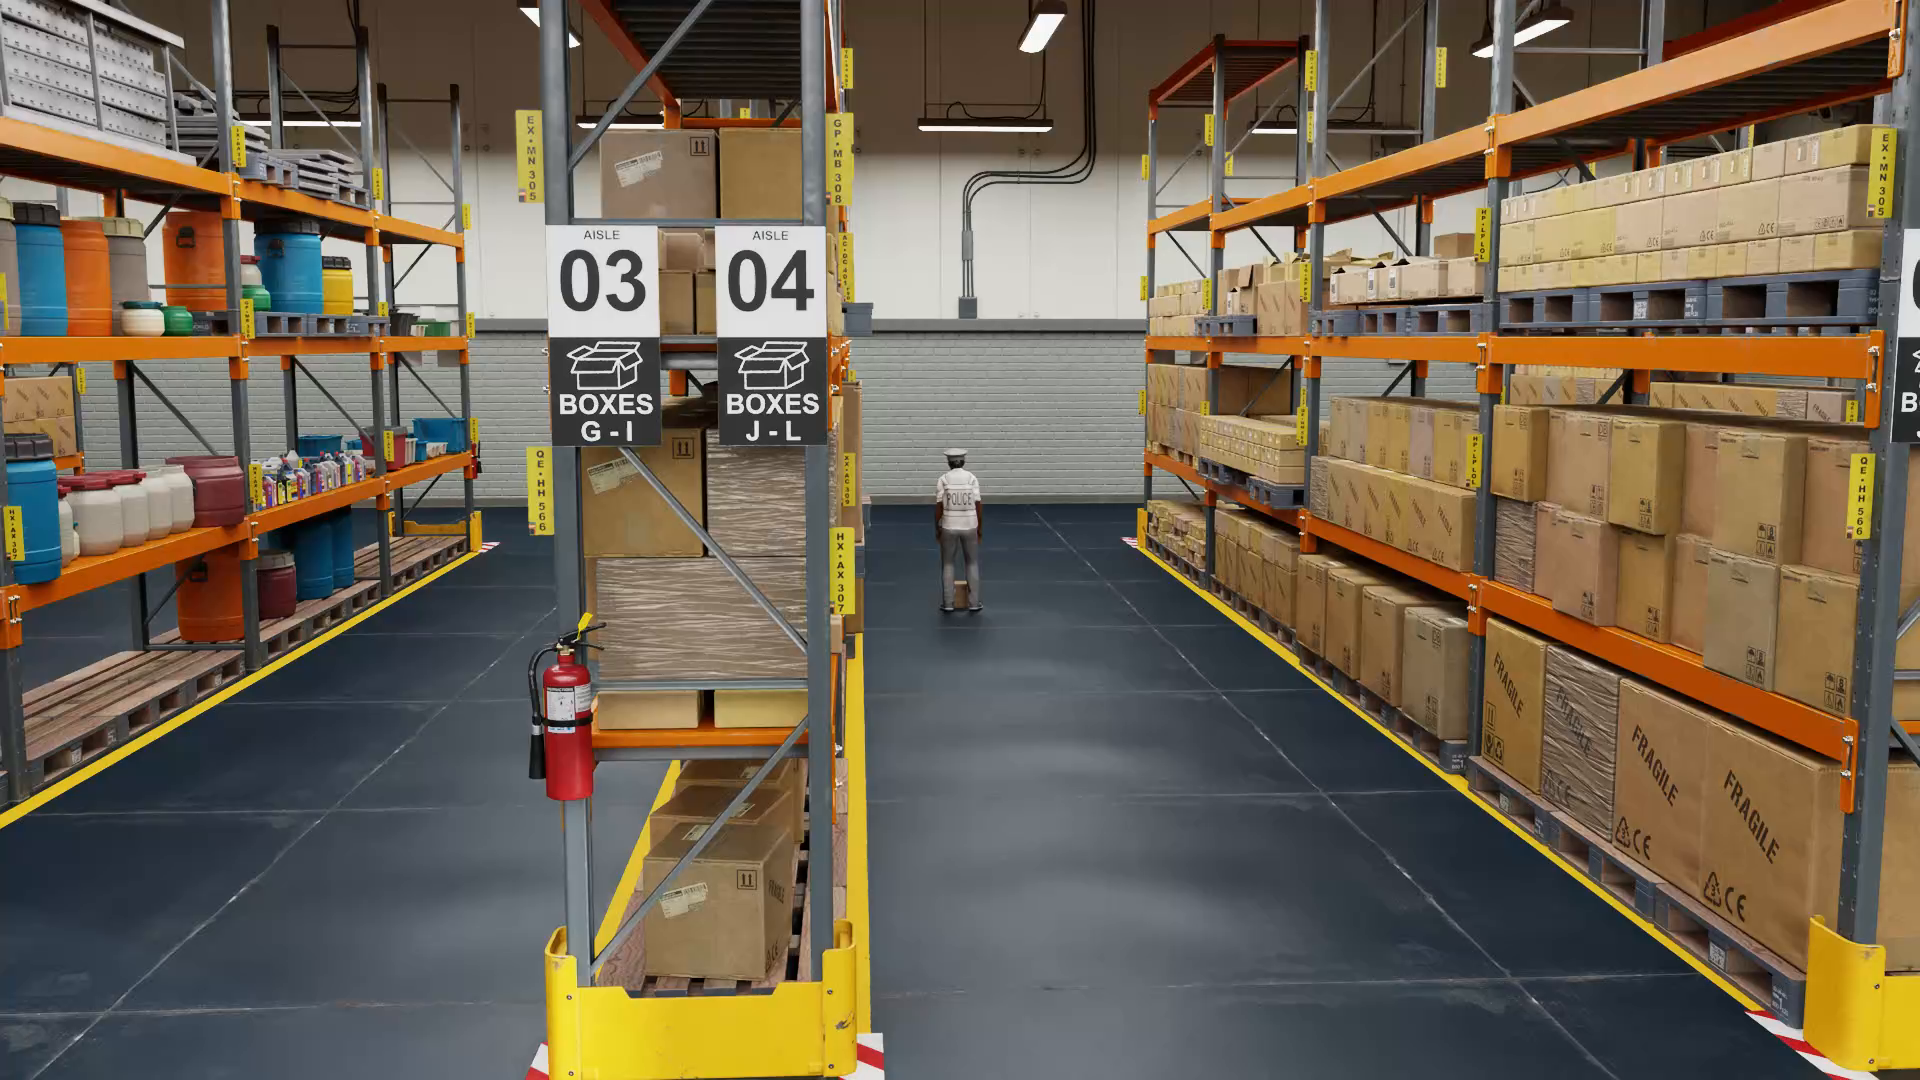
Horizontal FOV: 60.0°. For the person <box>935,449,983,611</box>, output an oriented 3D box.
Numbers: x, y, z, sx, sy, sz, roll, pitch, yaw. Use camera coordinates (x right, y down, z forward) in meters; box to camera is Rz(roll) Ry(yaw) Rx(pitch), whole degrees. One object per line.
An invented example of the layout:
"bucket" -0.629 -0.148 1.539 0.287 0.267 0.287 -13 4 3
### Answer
"person" -0.008 -0.100 17.079 0.506 1.657 0.395 -1 7 -5
